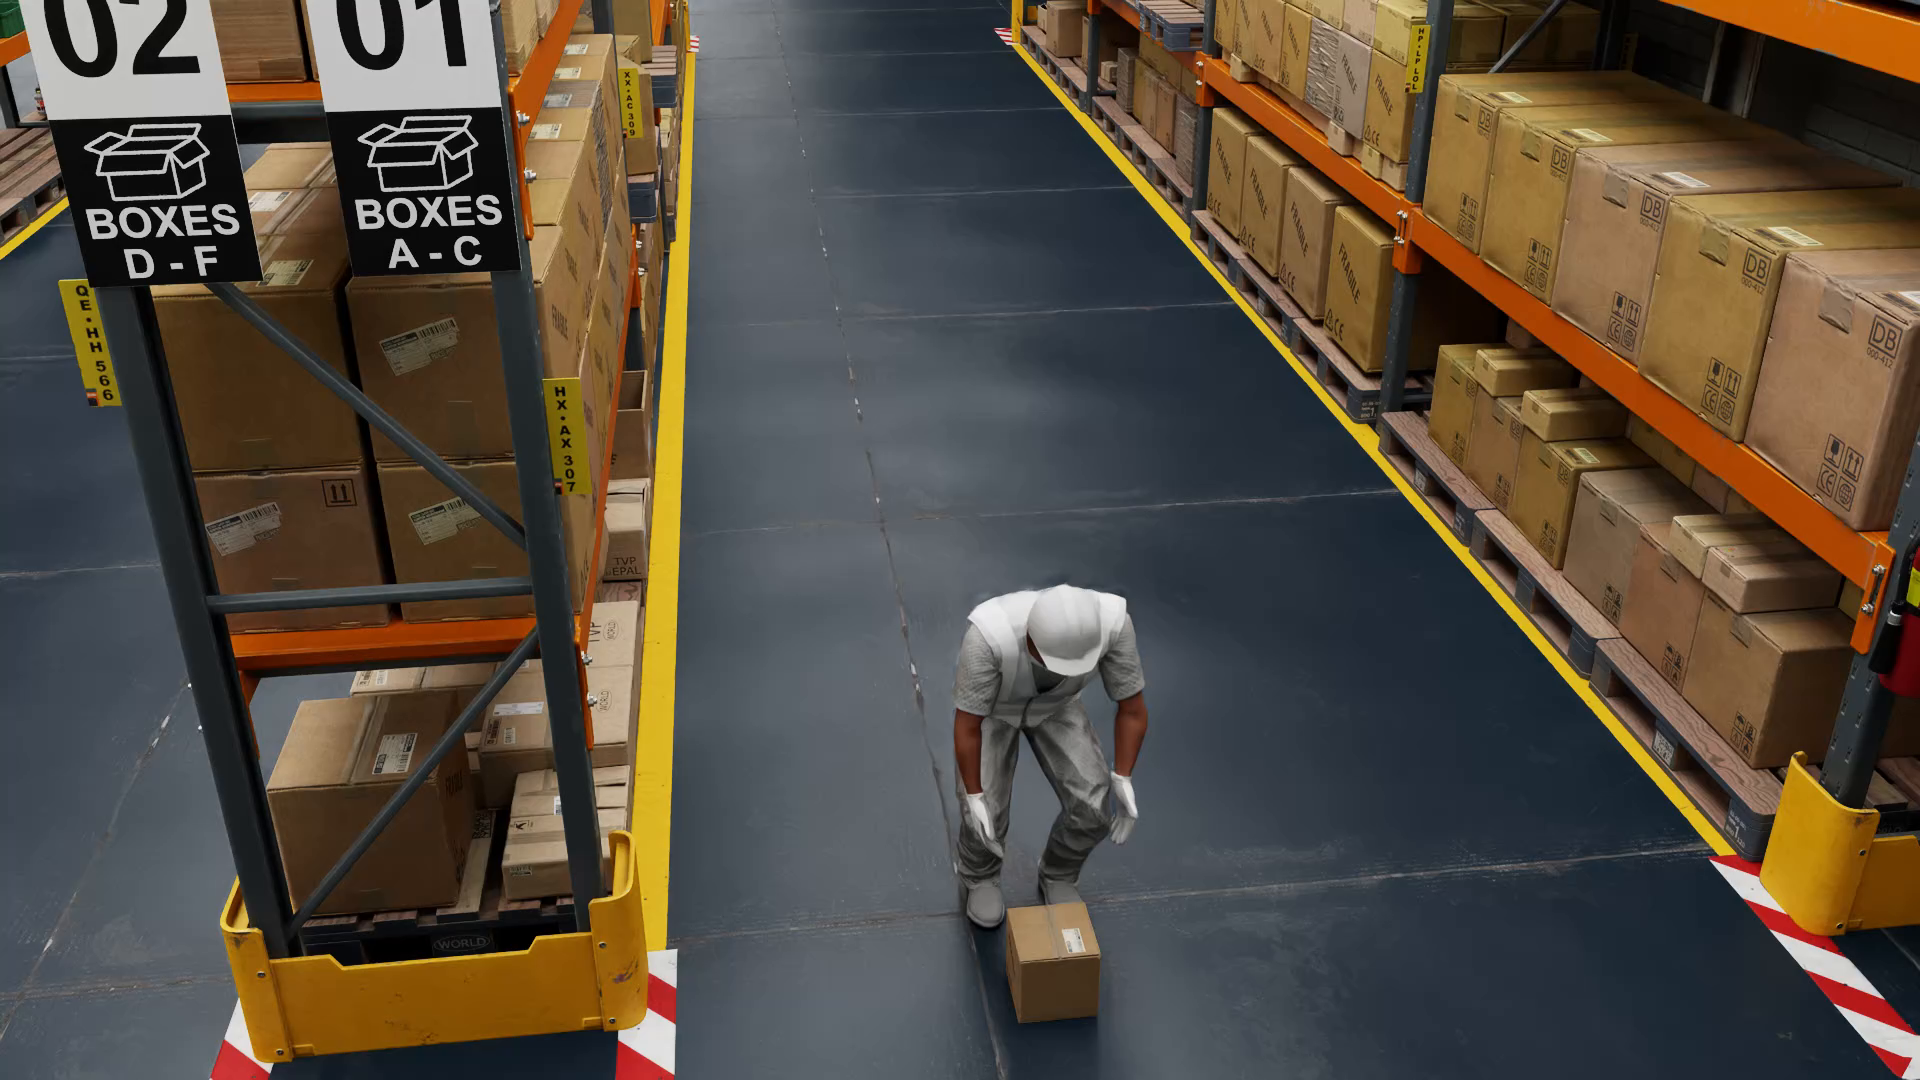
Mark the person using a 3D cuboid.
[{"bbox_3d":[0.264,0.630,5.301,0.613,1.380,0.789,-4,27,-7],"label":"person"}]
